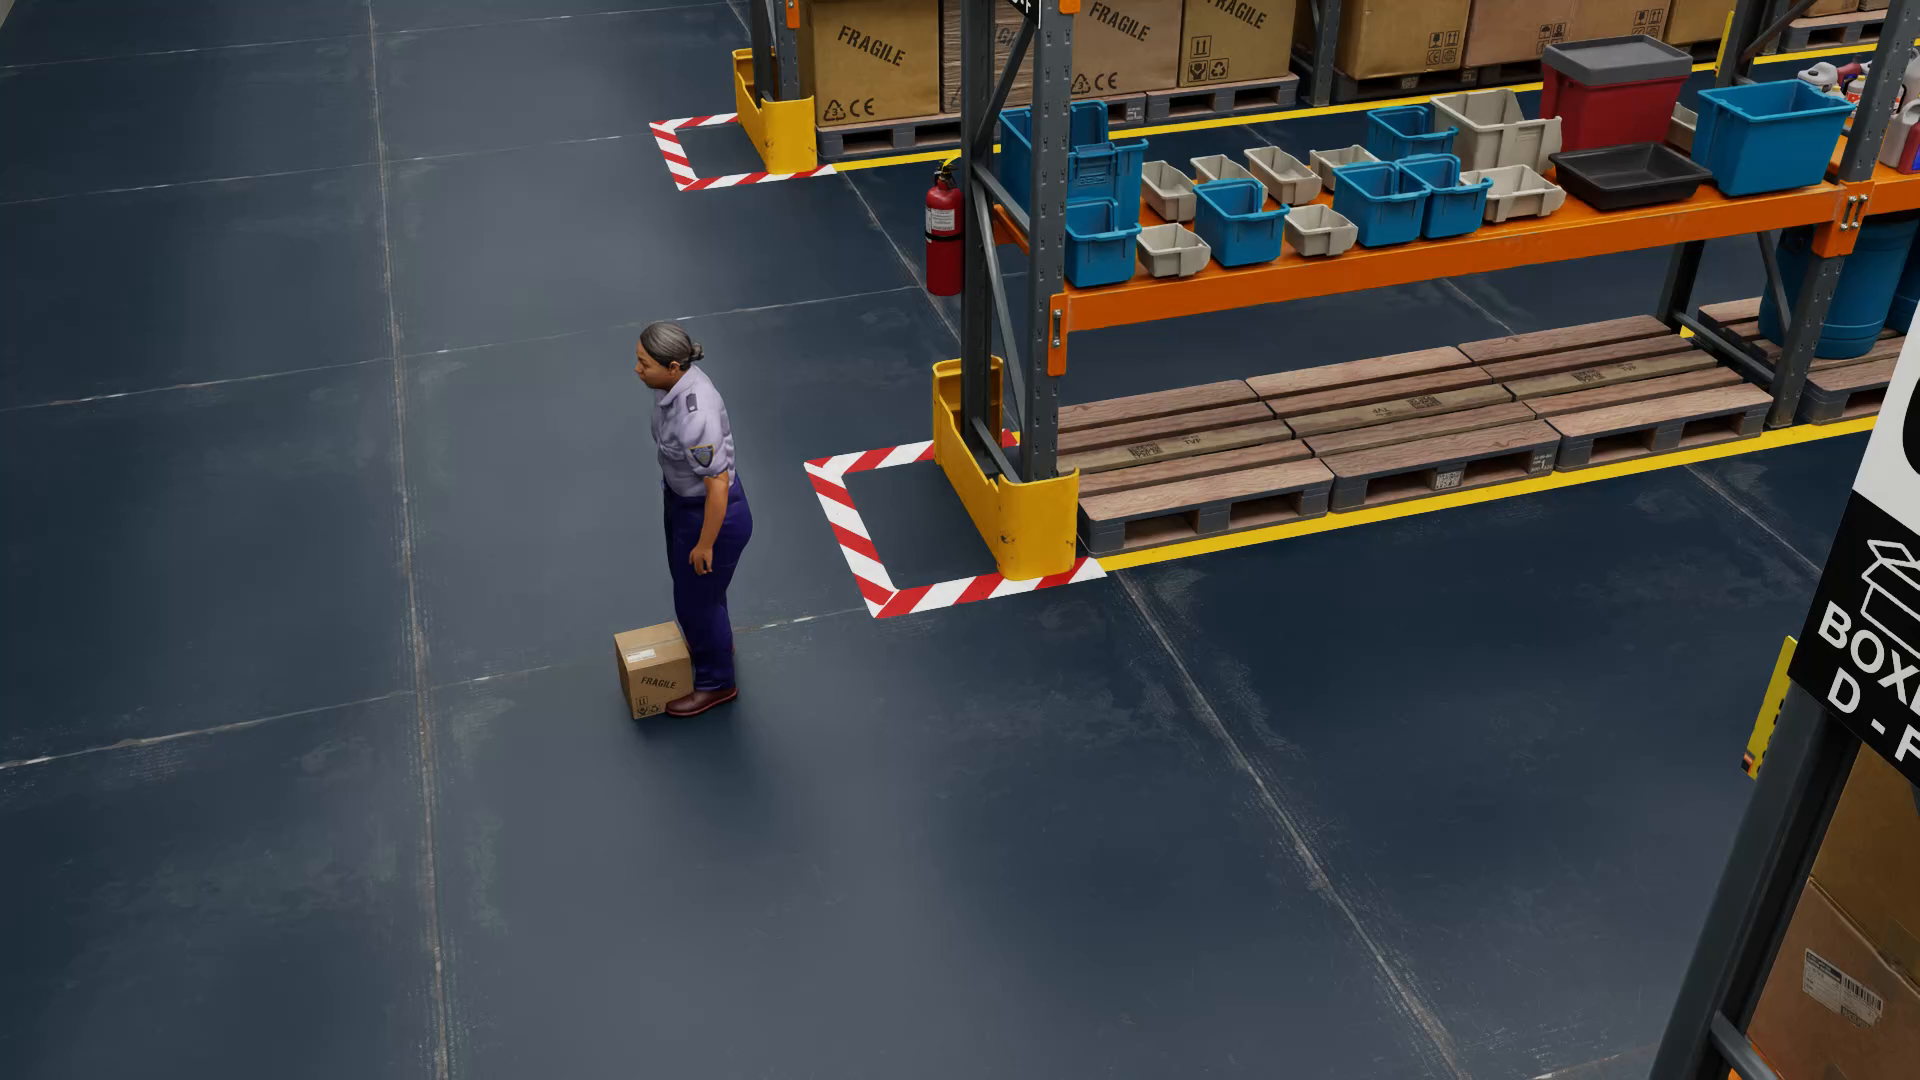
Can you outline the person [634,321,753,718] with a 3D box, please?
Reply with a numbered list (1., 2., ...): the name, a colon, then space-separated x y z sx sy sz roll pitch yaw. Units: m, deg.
1. person: -1.016 -0.098 6.293 0.418 1.653 0.563 -12 36 -17
